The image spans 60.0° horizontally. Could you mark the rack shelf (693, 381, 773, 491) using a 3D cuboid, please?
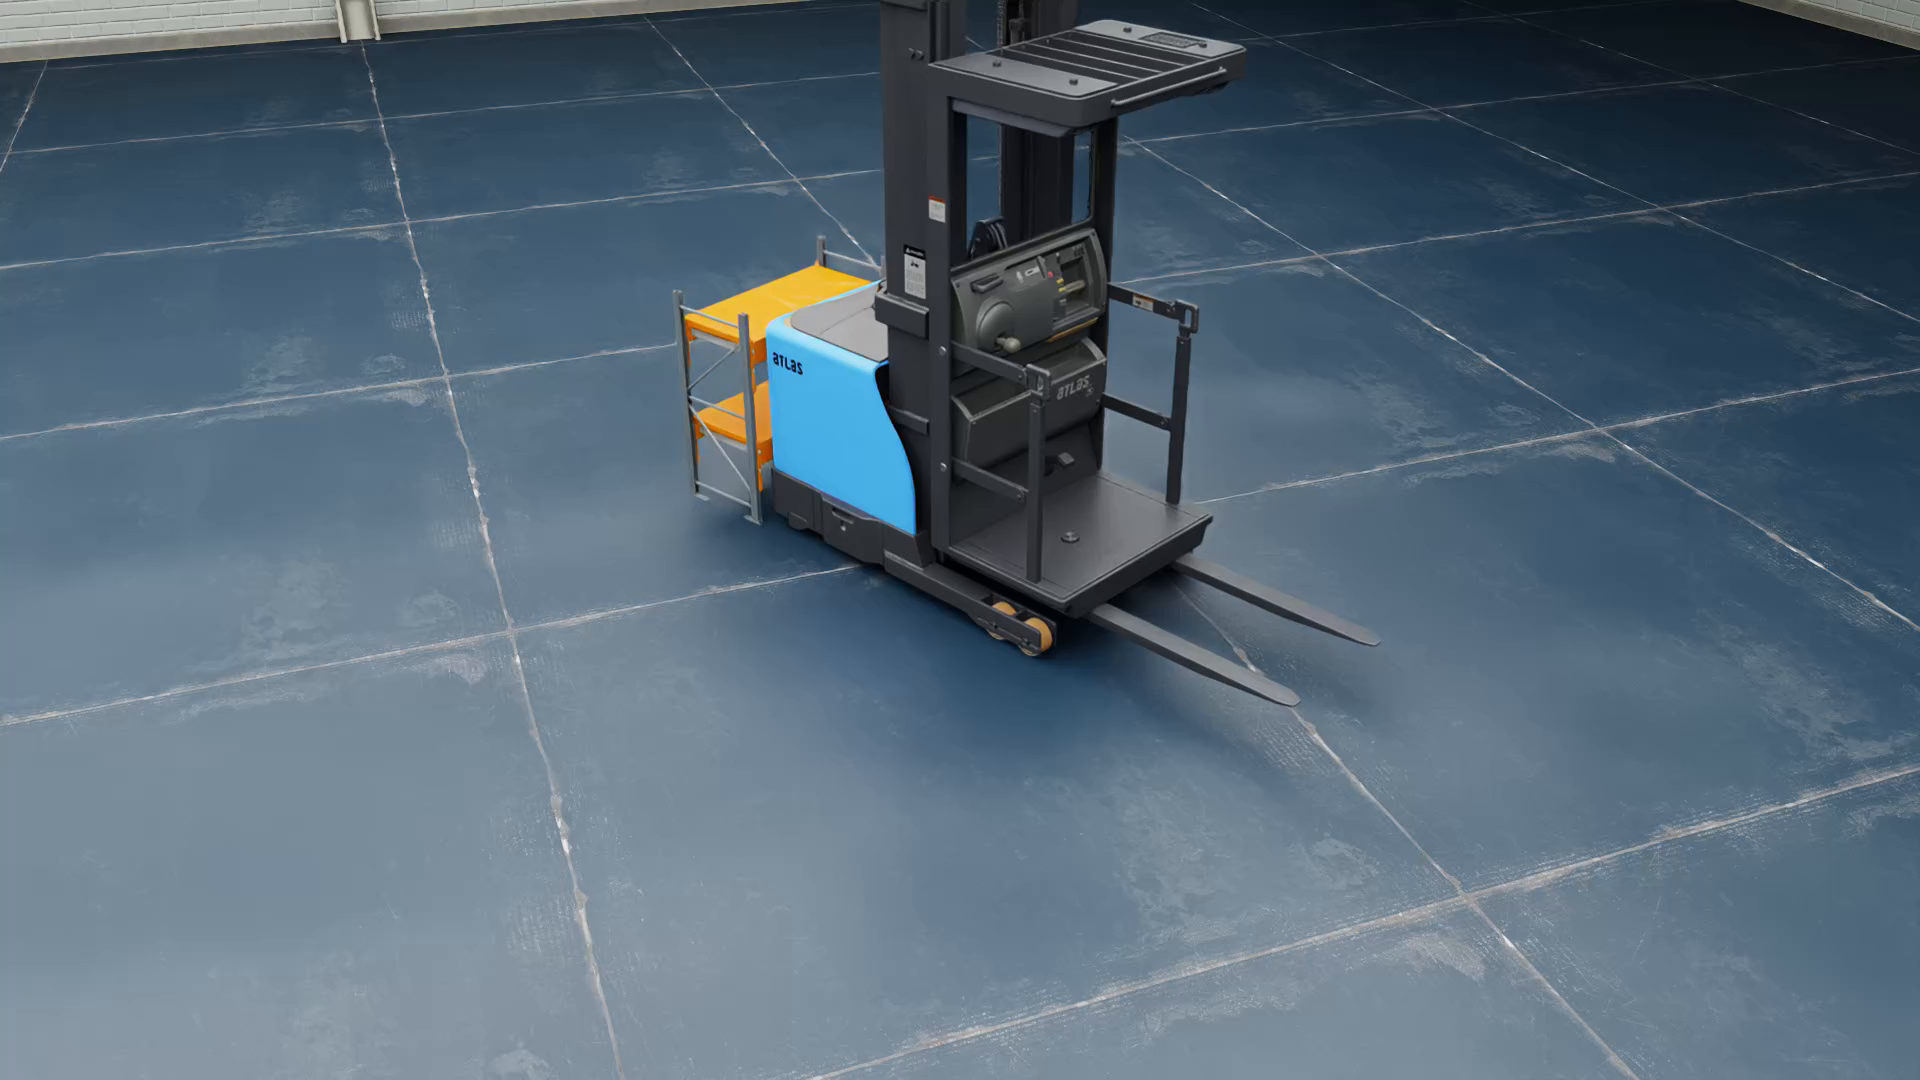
[{"bbox_3d":[-0.880,-0.634,8.721,0.538,0.278,1.000,22,36,33],"label":"rack shelf"}]

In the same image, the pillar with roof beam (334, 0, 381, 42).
[{"bbox_3d":[-4.829,-7.216,11.825,0.400,9.000,9.100,-10,31,-18],"label":"pillar with roof beam"}]

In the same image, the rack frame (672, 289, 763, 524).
[{"bbox_3d":[-1.202,-0.652,8.258,0.500,1.125,0.032,22,36,33],"label":"rack frame"}]

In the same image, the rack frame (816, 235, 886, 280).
[{"bbox_3d":[-0.558,-1.041,8.941,0.500,1.125,0.032,22,36,33],"label":"rack frame"}]

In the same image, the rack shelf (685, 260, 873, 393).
[{"bbox_3d":[-0.880,-1.101,8.455,0.538,0.278,1.000,22,36,33],"label":"rack shelf"}]

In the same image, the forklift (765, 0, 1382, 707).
[{"bbox_3d":[0.468,-1.052,7.136,3.031,2.935,1.130,25,38,37],"label":"forklift"}]

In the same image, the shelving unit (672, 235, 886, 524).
[{"bbox_3d":[-0.880,-0.847,8.600,0.538,1.125,1.048,22,36,33],"label":"shelving unit"}]
